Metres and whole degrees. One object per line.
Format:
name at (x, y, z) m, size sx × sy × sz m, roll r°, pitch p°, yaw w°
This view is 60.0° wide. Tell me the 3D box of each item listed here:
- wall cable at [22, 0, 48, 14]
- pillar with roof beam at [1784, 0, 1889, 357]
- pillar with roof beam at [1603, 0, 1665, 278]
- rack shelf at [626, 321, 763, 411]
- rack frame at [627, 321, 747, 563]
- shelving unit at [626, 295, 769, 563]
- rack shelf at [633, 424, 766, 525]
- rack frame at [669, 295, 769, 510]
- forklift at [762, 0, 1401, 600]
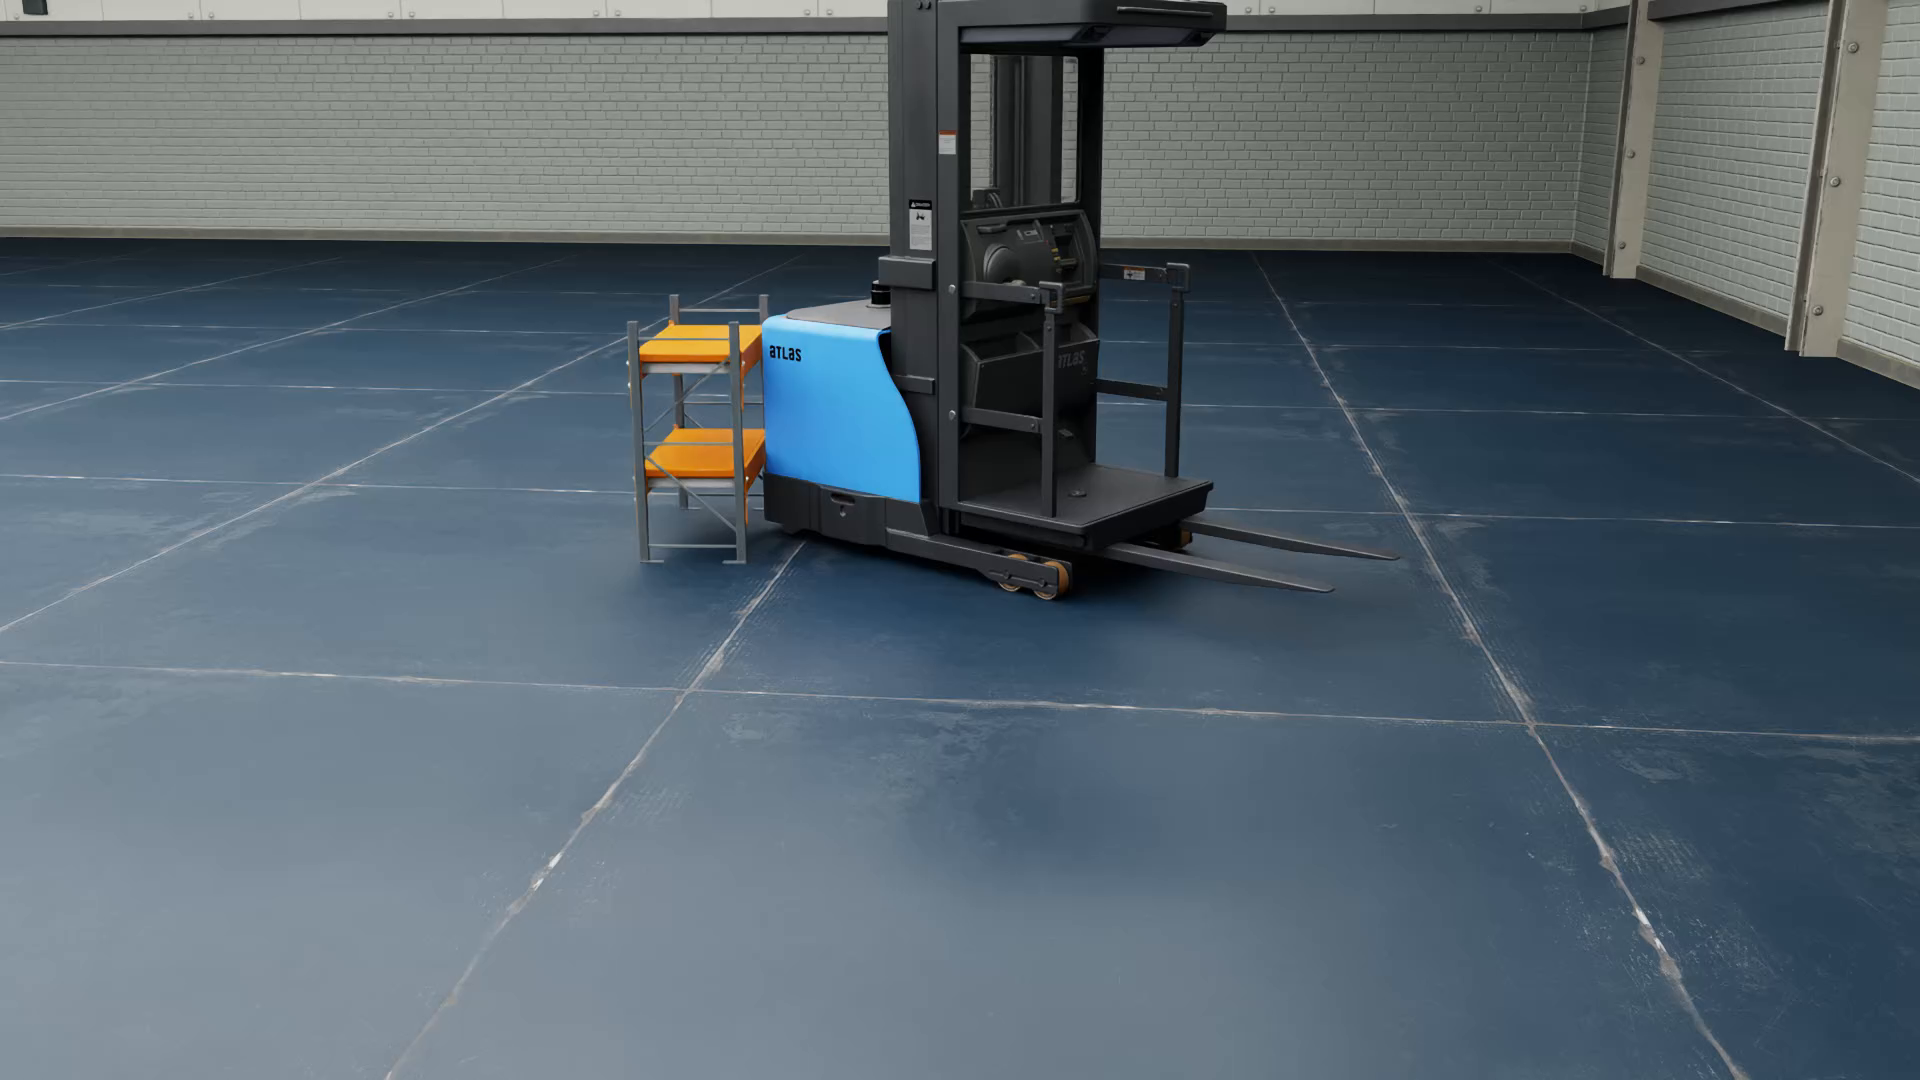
wall cable at (-12.388, -10.481, 23.169) m, size 2.305 × 6.003 × 0.169 m, roll 2°, pitch 15°, yaw 6°
pillar with roof beam at (2.878, -6.041, 13.263) m, size 9.100 × 9.000 × 0.400 m, roll 2°, pitch 15°, yaw 6°
pillar with roof beam at (3.556, -7.597, 19.018) m, size 9.100 × 9.000 × 0.400 m, roll 2°, pitch 15°, yaw 6°
rack shelf at (-1.237, -0.854, 8.044) m, size 0.538 × 0.278 × 1.000 m, roll 0°, pitch 15°, yaw 1°
rack frame at (-1.246, -0.439, 7.630) m, size 0.500 × 1.125 × 0.032 m, roll 0°, pitch 15°, yaw 1°
shelving unit at (-1.237, -0.572, 8.121) m, size 0.538 × 1.125 × 1.048 m, roll 0°, pitch 15°, yaw 1°
rack shelf at (-1.237, -0.335, 8.184) m, size 0.538 × 0.278 × 1.000 m, roll 0°, pitch 15°, yaw 1°
rack frame at (-1.227, -0.704, 8.611) m, size 0.500 × 1.125 × 0.032 m, roll 0°, pitch 15°, yaw 1°
forklift at (0.486, -1.312, 7.399) m, size 3.031 × 2.935 × 1.130 m, roll 12°, pitch 19°, yaw 37°
